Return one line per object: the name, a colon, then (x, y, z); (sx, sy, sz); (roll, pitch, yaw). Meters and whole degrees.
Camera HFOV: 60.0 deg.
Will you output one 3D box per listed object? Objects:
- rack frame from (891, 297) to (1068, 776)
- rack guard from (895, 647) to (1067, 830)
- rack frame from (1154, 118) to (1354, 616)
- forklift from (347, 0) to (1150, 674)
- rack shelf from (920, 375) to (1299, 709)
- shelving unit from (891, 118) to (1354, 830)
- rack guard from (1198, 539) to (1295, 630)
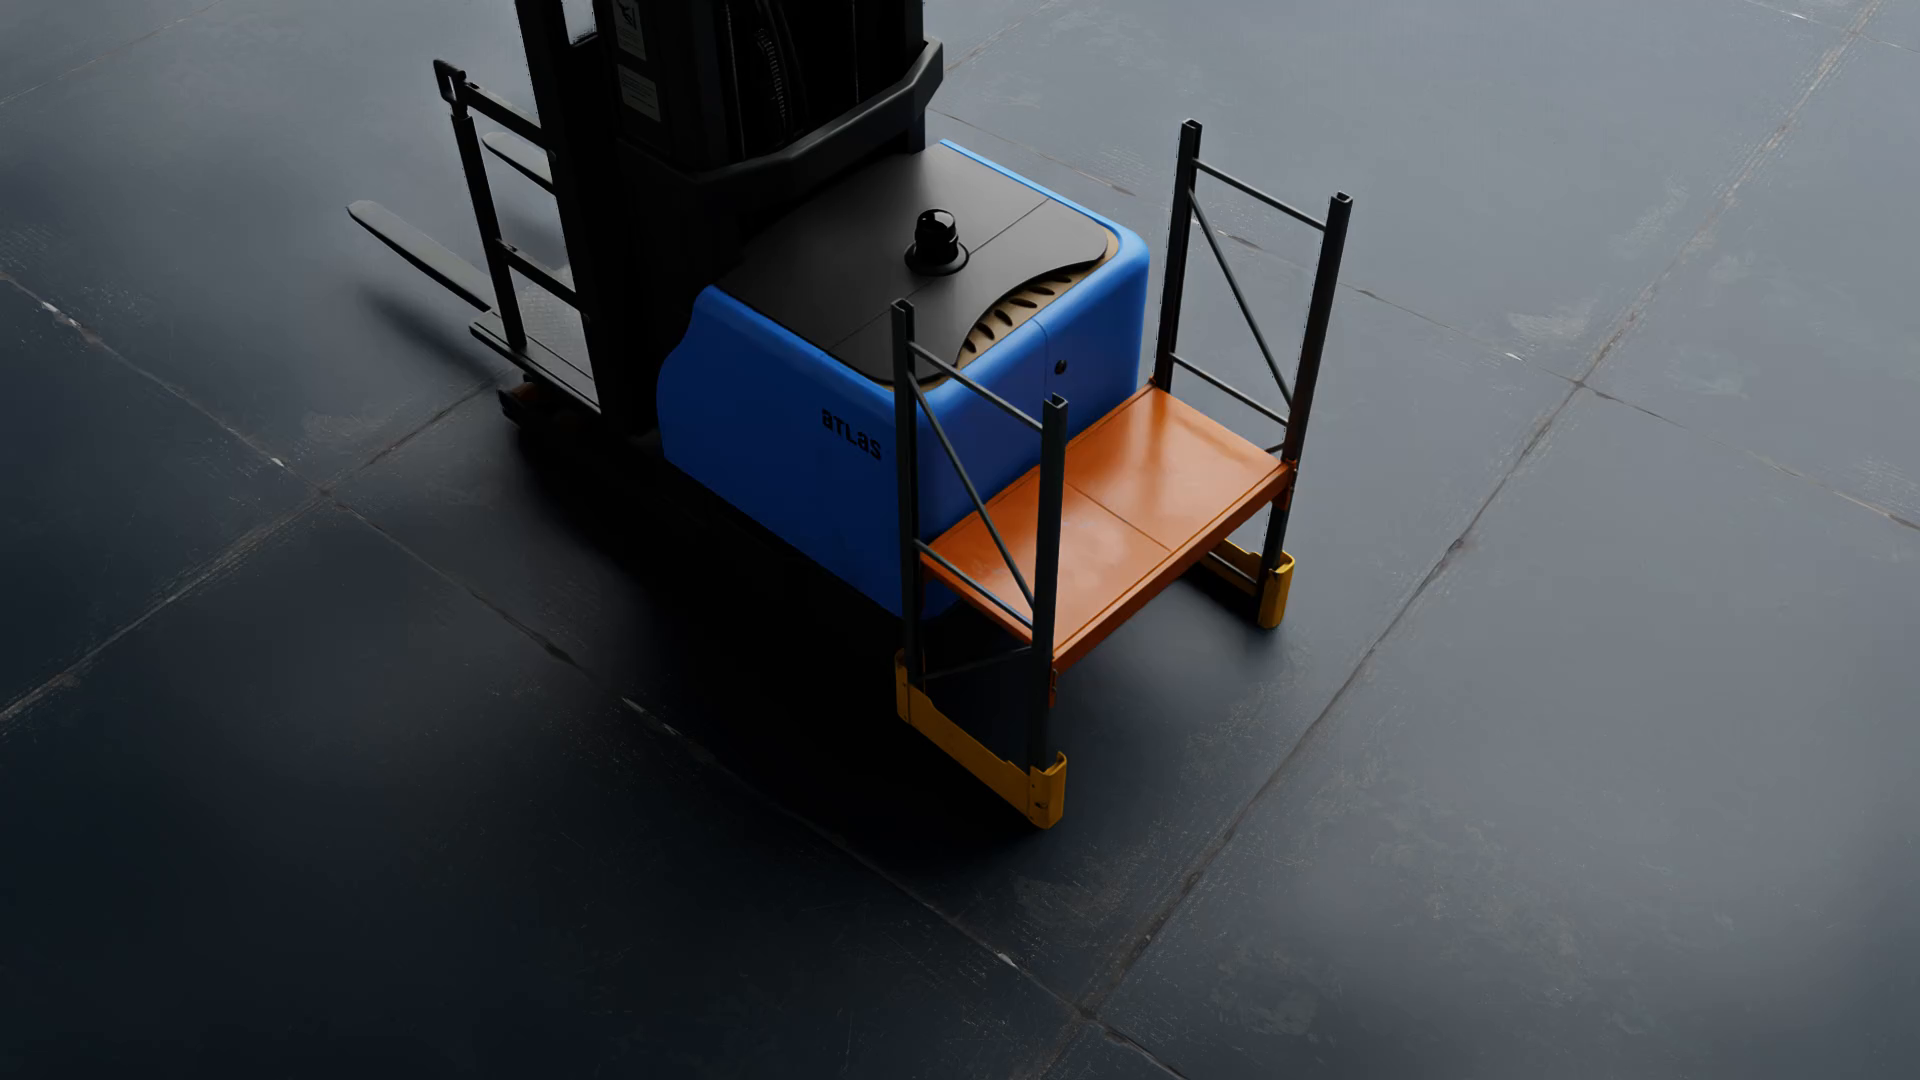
rack frame: (0.036, 0.113, 4.105); (0.500, 1.500, 0.032); (35, 56, 29)
rack guard: (0.050, 0.535, 4.566); (0.587, 0.250, 0.087); (35, 56, 29)
rack frame: (0.746, -0.413, 4.607); (0.500, 1.500, 0.032); (35, 56, 29)
forklift: (-0.899, -1.538, 4.692); (3.031, 2.935, 1.130); (33, 54, 27)
rack shelf: (0.391, -0.026, 4.486); (0.538, 0.185, 1.000); (35, 56, 29)
shelving unit: (0.398, -0.155, 4.360); (0.587, 1.500, 1.083); (35, 56, 29)
rack guard: (0.746, 0.019, 5.059); (0.587, 0.250, 0.087); (35, 56, 29)
